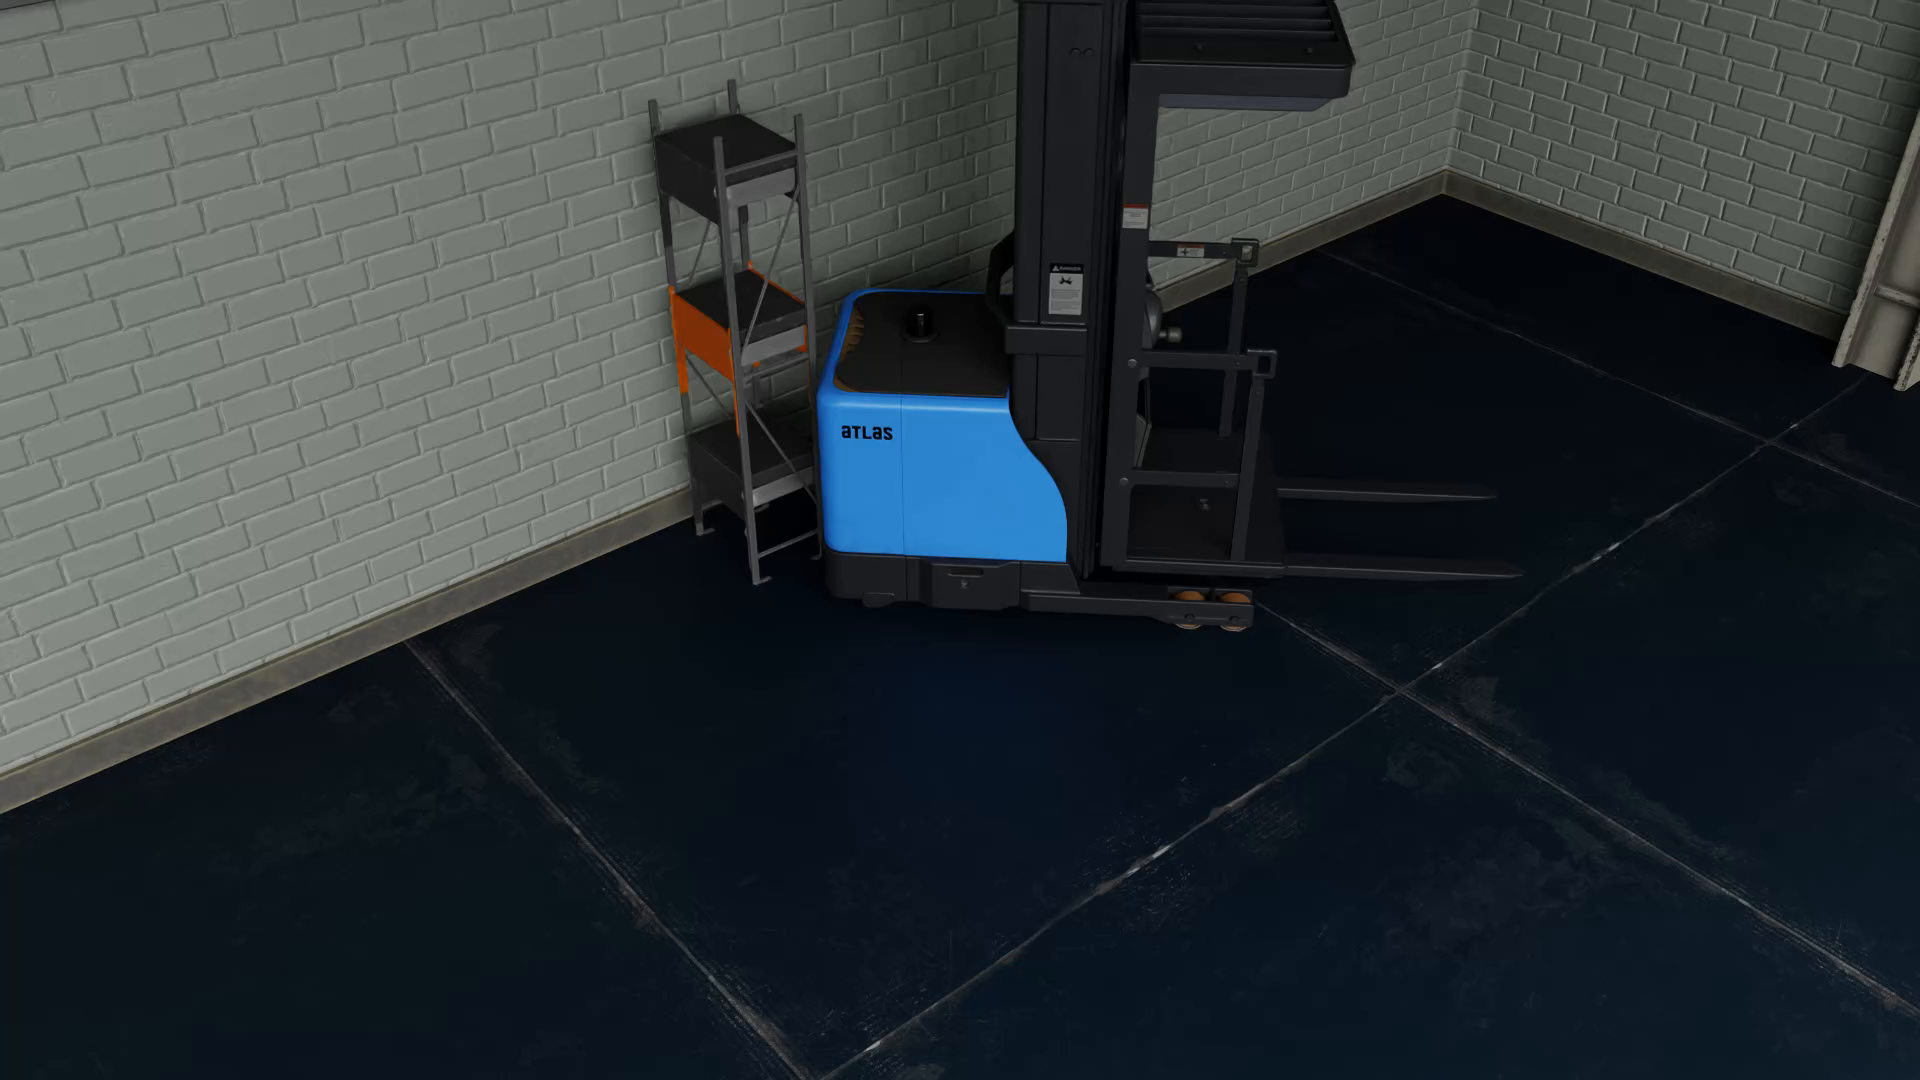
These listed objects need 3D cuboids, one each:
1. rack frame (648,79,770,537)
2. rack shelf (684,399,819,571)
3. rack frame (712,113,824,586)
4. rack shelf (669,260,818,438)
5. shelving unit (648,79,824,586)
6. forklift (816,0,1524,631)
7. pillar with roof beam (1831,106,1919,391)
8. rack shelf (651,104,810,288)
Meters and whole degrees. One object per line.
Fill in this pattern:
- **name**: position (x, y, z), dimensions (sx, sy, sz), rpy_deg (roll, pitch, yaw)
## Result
- **rack frame**: position (-1.073, -0.946, 7.270), dimensions (0.400, 2.100, 0.015), rpy_deg (-24, 42, -30)
- **rack shelf**: position (-0.922, -0.253, 7.526), dimensions (0.431, 0.518, 0.480), rpy_deg (-24, 42, -30)
- **rack frame**: position (-0.771, -0.725, 6.957), dimensions (0.400, 2.100, 0.015), rpy_deg (-24, 42, -30)
- **rack shelf**: position (-0.922, -0.825, 7.121), dimensions (0.431, 0.518, 0.480), rpy_deg (-24, 42, -30)
- **shelving unit**: position (-0.922, -0.836, 7.113), dimensions (0.431, 2.100, 0.503), rpy_deg (-24, 42, -30)
- **forklift**: position (0.941, -1.122, 6.799), dimensions (3.031, 2.935, 1.130), rpy_deg (2, 35, 4)
- **pillar with roof beam**: position (1.727, -3.002, 4.203), dimensions (9.100, 9.000, 0.400), rpy_deg (-26, 43, -32)
- **rack shelf**: position (-0.922, -1.396, 6.717), dimensions (0.431, 0.518, 0.480), rpy_deg (-24, 42, -30)
